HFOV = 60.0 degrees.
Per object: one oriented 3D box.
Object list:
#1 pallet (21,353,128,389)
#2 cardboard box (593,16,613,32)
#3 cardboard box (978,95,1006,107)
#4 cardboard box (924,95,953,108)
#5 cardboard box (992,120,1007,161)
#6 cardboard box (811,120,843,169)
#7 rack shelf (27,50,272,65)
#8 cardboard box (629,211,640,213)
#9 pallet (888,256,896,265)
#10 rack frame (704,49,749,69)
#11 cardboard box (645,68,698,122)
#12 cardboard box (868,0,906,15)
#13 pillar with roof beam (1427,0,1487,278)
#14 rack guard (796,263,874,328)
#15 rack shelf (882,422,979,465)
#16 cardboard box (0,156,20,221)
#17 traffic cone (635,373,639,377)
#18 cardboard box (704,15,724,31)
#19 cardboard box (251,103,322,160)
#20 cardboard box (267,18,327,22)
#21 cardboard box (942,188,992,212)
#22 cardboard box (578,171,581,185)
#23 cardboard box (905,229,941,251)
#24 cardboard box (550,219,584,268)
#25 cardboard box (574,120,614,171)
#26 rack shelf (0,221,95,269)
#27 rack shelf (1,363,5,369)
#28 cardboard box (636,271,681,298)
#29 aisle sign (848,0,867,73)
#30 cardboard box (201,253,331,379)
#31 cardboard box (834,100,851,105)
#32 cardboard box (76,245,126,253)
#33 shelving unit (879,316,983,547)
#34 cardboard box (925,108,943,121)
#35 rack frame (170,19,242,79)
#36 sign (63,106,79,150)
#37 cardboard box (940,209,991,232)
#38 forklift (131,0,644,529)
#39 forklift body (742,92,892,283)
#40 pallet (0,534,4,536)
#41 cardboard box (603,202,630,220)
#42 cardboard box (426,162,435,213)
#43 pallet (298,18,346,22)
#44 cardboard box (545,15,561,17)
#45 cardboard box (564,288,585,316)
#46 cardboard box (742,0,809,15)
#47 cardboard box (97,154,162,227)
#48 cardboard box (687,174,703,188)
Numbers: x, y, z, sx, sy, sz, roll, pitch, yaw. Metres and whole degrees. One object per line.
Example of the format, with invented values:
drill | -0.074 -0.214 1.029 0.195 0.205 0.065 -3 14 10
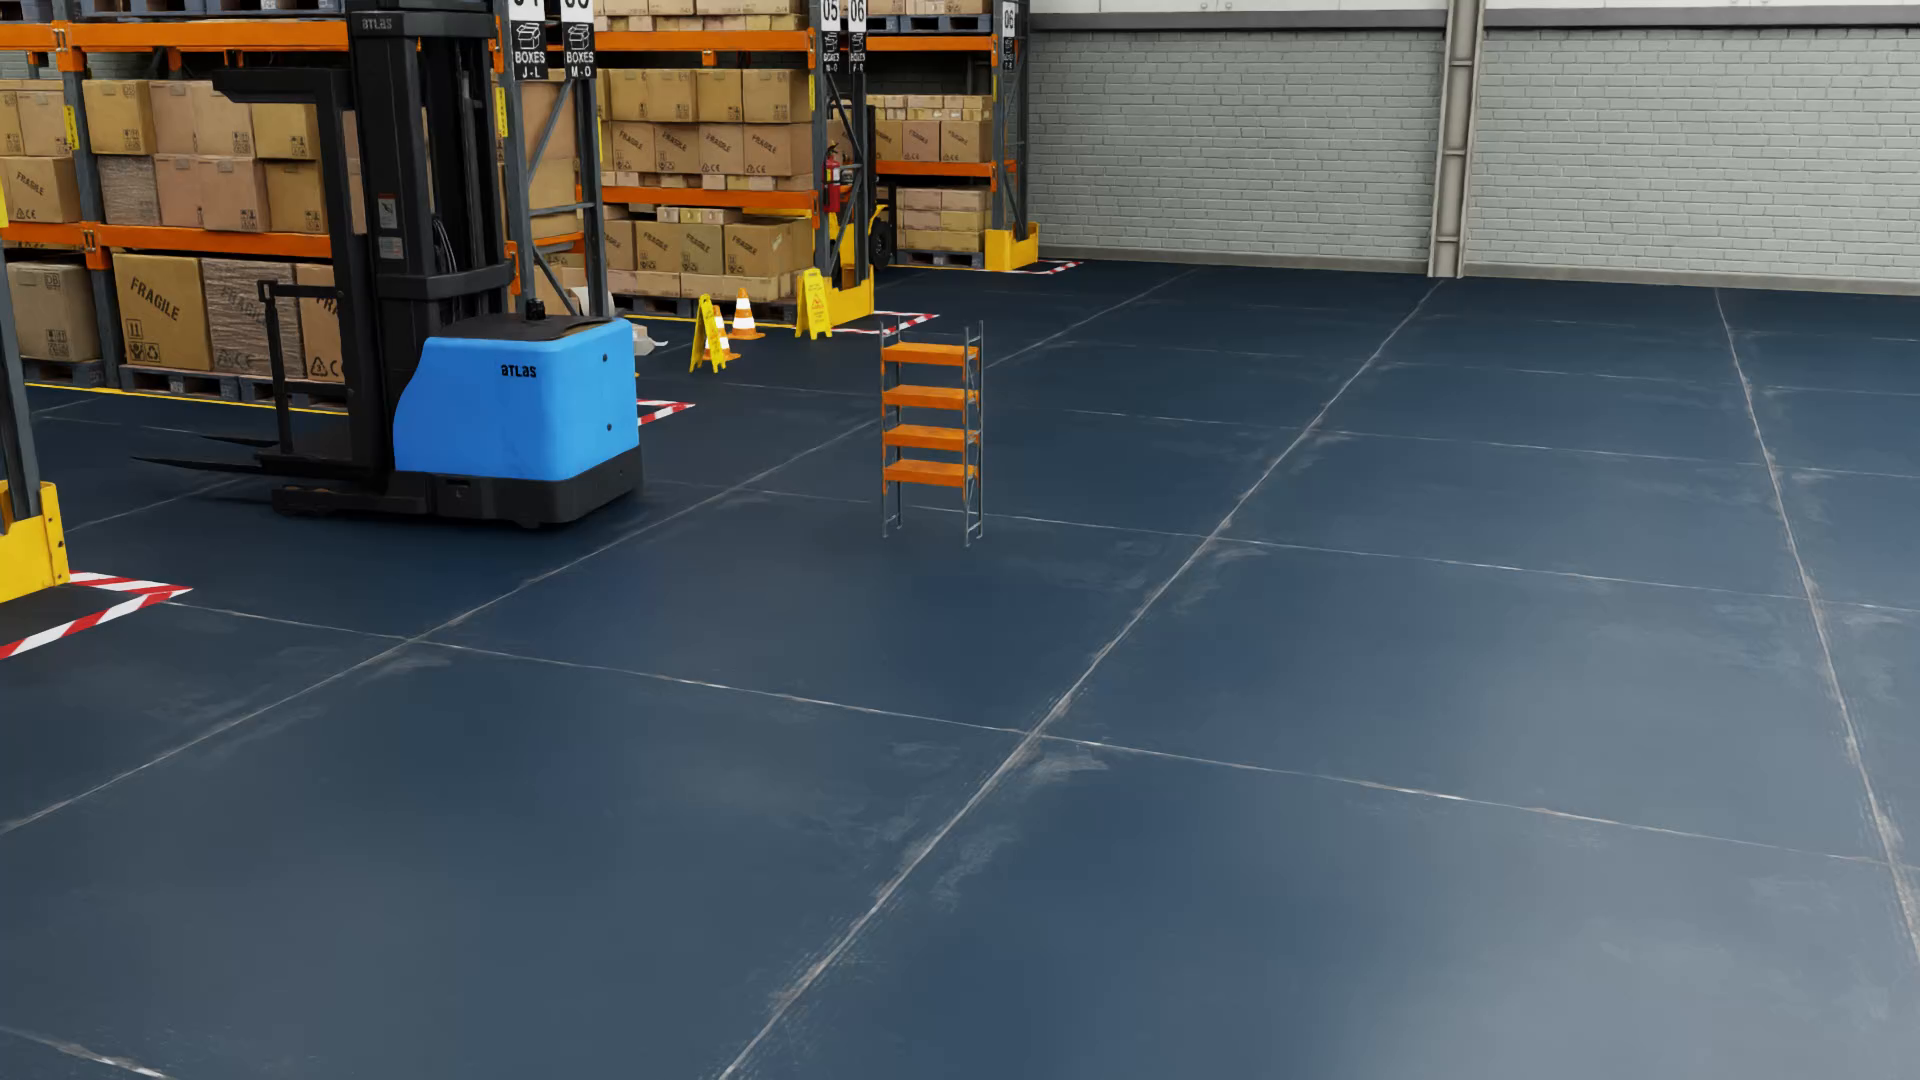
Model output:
pallet | -7.367 -1.505 13.980 1.213 0.211 1.003 6 17 21
cardboard box | -3.533 -5.149 16.600 0.250 0.149 0.380 6 17 20
cardboard box | 0.405 -5.550 21.034 0.250 0.149 0.380 6 17 20
cardboard box | -0.266 -5.479 20.790 0.250 0.149 0.380 7 17 22
cardboard box | 0.280 -5.128 21.279 0.500 0.500 0.500 7 18 22
cardboard box | -1.517 -3.981 16.794 0.500 0.500 0.500 6 17 20
rack shelf | -12.384 -7.485 25.486 4.000 0.370 1.077 6 17 21
cardboard box | -3.777 -3.278 17.918 0.500 0.500 0.500 7 17 22
pallet | -1.219 -3.811 21.923 1.213 0.211 1.003 6 17 21
rack frame | -3.082 -5.367 22.280 0.127 3.000 1.000 6 17 21
cardboard box | -2.714 -4.416 16.498 0.500 0.500 0.700 6 17 20
cardboard box | -0.778 -6.809 20.754 0.500 0.500 0.700 6 17 21
pillar with roof beam | 4.324 -6.413 15.125 0.400 9.000 9.100 6 17 21
rack guard | -1.249 -2.477 16.810 0.348 0.500 1.175 6 17 21
rack shelf | -0.154 -0.529 9.083 0.480 0.148 0.258 6 17 21
cardboard box | -7.675 -2.869 13.496 0.500 0.500 0.500 6 17 20
traffic cone | -2.874 -1.580 13.786 0.334 0.463 0.336 6 17 21
cardboard box | -2.302 -5.050 16.259 0.250 0.149 0.380 6 17 21
cardboard box | -4.789 -3.160 12.472 0.500 0.550 0.875 6 17 21
cardboard box | -7.191 -5.830 18.309 0.637 0.503 0.797 6 17 21
cardboard box | 0.096 -4.285 20.940 0.500 0.250 0.500 7 18 22
cardboard box | -3.735 -3.758 17.189 0.250 0.149 0.380 6 17 20
cardboard box | -0.373 -3.858 21.262 0.500 0.250 0.500 6 17 21
cardboard box | -3.947 -3.138 17.437 0.500 0.500 0.500 7 18 23
cardboard box | -3.655 -4.053 17.040 0.500 0.500 0.500 6 17 20
rack shelf | -8.482 -2.644 14.192 4.000 0.370 1.077 6 17 21
rack shelf | -6.675 -0.959 8.387 4.000 0.370 1.077 6 17 21
cardboard box | -2.997 -2.671 17.173 0.500 0.250 0.500 6 17 19
aisle sign | -1.007 -4.992 16.327 0.004 0.787 0.394 6 17 21
cardboard box | -5.223 -1.793 13.026 0.875 0.875 0.875 6 17 21
cardboard box | -1.428 -5.628 21.302 0.250 0.149 0.380 6 17 21
cardboard box | -10.061 -3.854 20.127 0.875 0.875 0.875 7 17 21
shelving unit | -0.154 -0.593 9.065 0.503 1.200 0.258 6 17 21
cardboard box | -0.254 -5.341 20.848 0.250 0.149 0.380 7 17 22
rack frame | -8.621 -4.488 19.254 0.127 3.000 1.000 6 17 21
sign | -6.812 -3.161 12.748 0.005 0.325 0.100 6 17 21
cardboard box | 0.072 -4.048 21.018 0.500 0.250 0.500 6 17 20
forklift | -3.500 -1.677 9.692 3.031 2.935 1.130 4 17 15
forklift body | -1.794 -4.271 20.027 1.214 2.155 2.313 6 17 21
pallet | -5.628 0.139 8.315 1.213 0.211 1.003 6 17 21
cardboard box | -3.625 -3.394 17.156 0.250 0.149 0.380 7 18 24
cardboard box | -3.782 -2.525 12.221 0.550 0.550 0.875 6 17 21
pallet | -6.401 -5.626 18.128 1.003 0.211 1.213 6 17 21
cardboard box | -4.108 -5.424 16.832 0.500 0.250 0.500 6 17 20
cardboard box | -3.741 -1.994 15.140 0.637 0.503 0.797 -5 17 -18
cardboard box | -1.753 -5.164 15.936 0.500 0.250 0.500 6 17 20
cardboard box | -6.274 -2.822 13.246 0.550 0.550 0.875 6 17 21
cardboard box | -2.549 -3.642 16.790 0.250 0.149 0.380 7 17 21
